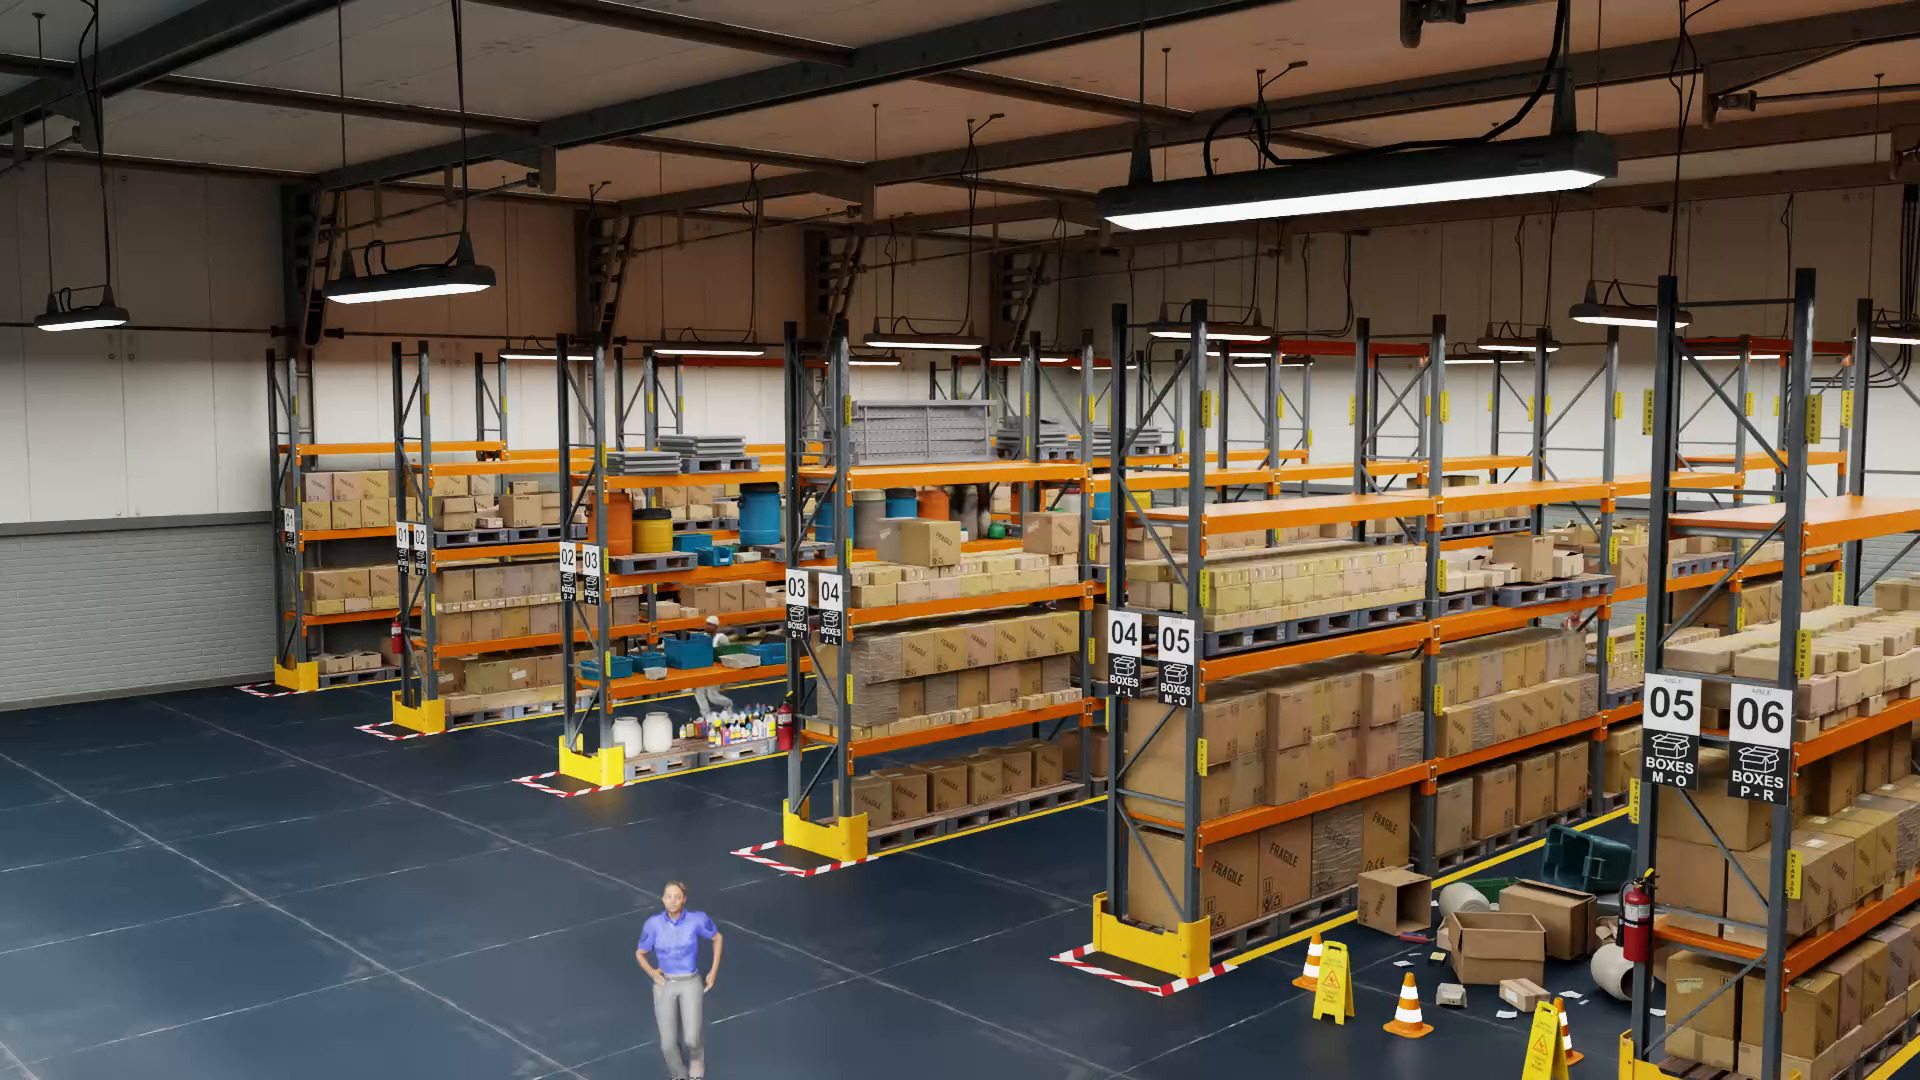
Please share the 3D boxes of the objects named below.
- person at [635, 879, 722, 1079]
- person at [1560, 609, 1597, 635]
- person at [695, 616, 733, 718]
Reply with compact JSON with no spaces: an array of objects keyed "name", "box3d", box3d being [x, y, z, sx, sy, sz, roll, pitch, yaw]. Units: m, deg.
[{"name":"person","box3d":[-2.064,3.304,12.167,0.624,1.623,0.528,0,5,-4]},{"name":"person","box3d":[10.283,1.902,27.646,1.039,1.751,0.665,-5,7,-45]},{"name":"person","box3d":[-3.877,2.048,26.024,0.685,1.735,0.667,3,6,34]}]
